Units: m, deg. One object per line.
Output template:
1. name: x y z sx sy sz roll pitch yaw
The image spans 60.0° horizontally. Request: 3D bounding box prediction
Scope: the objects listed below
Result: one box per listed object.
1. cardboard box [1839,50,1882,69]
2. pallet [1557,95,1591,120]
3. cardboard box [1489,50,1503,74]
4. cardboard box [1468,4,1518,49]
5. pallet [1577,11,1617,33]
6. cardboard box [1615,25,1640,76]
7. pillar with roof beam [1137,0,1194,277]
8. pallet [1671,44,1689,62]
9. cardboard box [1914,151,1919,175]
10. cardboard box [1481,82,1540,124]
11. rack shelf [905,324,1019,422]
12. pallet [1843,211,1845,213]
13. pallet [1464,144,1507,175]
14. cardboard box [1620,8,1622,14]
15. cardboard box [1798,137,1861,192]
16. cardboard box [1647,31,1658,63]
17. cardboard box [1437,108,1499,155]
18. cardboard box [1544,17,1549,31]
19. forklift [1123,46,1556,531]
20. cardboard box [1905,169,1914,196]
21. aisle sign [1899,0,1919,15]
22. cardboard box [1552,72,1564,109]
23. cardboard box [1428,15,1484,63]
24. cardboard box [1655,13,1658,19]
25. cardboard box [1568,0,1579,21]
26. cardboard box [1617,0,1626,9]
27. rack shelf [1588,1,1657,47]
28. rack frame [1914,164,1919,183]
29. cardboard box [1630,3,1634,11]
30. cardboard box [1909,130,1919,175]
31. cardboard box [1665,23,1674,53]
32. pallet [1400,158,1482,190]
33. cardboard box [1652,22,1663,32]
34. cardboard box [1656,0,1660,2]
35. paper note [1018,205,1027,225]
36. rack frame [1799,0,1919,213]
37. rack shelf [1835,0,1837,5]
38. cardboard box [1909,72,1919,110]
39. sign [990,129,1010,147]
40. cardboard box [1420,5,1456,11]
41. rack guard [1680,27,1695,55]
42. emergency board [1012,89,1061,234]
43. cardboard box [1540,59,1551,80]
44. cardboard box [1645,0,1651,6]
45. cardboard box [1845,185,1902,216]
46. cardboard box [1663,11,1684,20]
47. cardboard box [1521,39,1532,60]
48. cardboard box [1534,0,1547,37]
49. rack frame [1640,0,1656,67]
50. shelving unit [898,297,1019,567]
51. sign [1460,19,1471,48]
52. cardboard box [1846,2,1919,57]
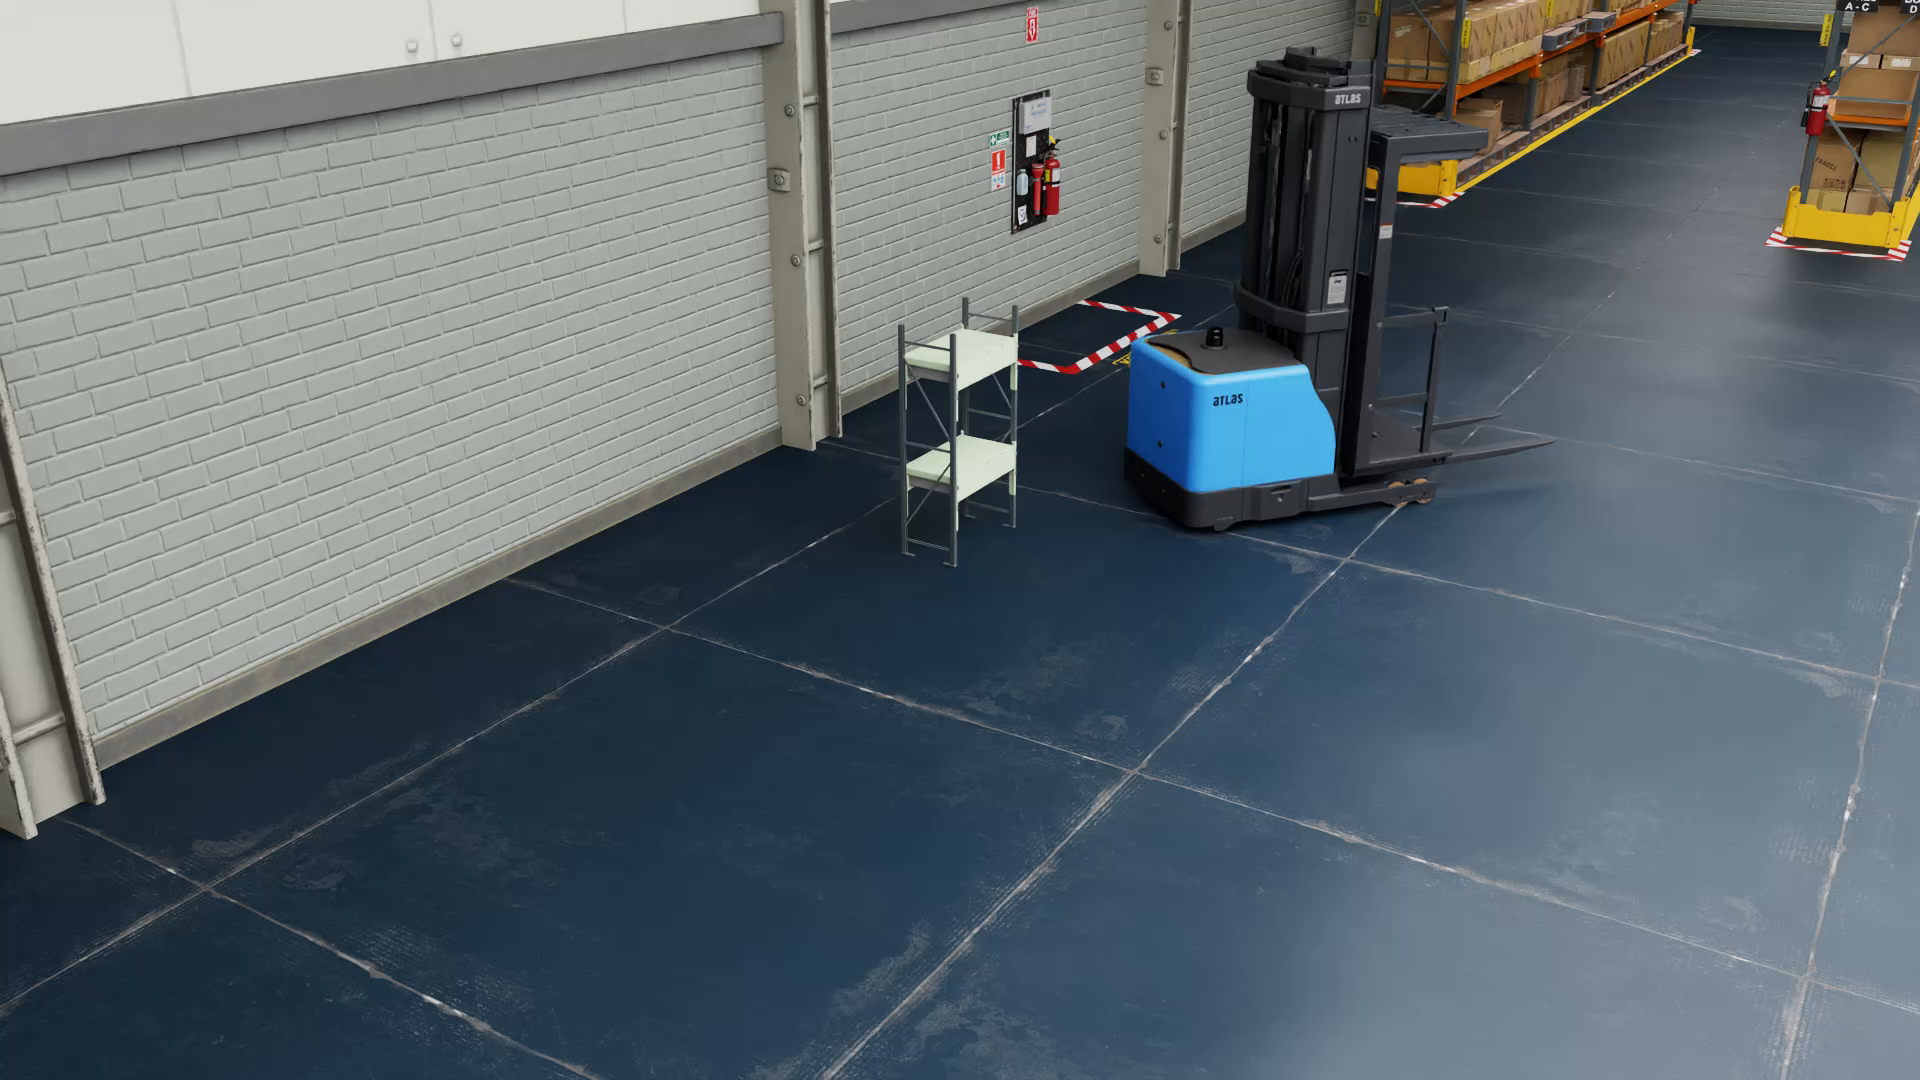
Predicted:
1. cardboard box: 9.826 -5.240 18.136 0.380 0.149 0.250 13 27 28
2. pallet: 9.382 -6.921 26.472 1.003 0.211 1.213 14 27 29
3. cardboard box: 6.638 -6.152 21.348 0.500 0.250 0.500 13 27 28
4. cardboard box: 6.892 -6.661 21.581 0.500 0.500 0.500 15 27 31
5. pallet: 9.510 -8.113 25.957 1.213 0.211 1.003 14 27 29
6. cardboard box: 11.207 -8.473 28.725 0.750 0.750 0.750 15 27 31
7. pillar with roof beam: 5.702 -6.008 13.300 9.100 9.000 0.400 14 27 29
8. pallet: 13.660 -9.598 32.656 1.003 0.211 1.213 14 27 29
9. cardboard box: 11.837 -4.806 21.008 0.500 0.250 0.500 14 27 29
10. cardboard box: 8.060 -6.421 24.399 0.700 0.500 0.500 15 28 31
11. rack shelf: -0.003 -1.044 10.292 0.431 0.370 0.720 14 27 29
12. pallet: 10.154 -3.715 19.065 1.003 0.211 1.213 14 27 29
13. pallet: 6.719 -5.187 22.466 1.003 0.211 1.213 14 27 29
14. cardboard box: 10.821 -8.861 27.734 0.380 0.149 0.250 14 27 30
15. cardboard box: 9.816 -4.246 18.770 0.500 0.500 0.500 14 27 29
16. cardboard box: 12.387 -9.091 30.592 0.700 0.500 0.500 14 27 30
17. cardboard box: 6.747 -5.463 22.187 0.700 0.500 0.500 12 26 26
18. cardboard box: 7.983 -7.527 23.681 0.700 0.500 0.500 14 27 29
19. forklift: 2.707 -1.755 11.114 3.031 2.935 1.130 -9 25 -19
20. cardboard box: 11.051 -4.299 19.836 0.500 0.250 0.500 14 27 29
21. aisle sign: 10.012 -5.834 17.178 0.394 0.787 0.004 14 27 29
22. cardboard box: 8.852 -6.942 25.603 0.700 0.500 0.500 14 27 29
23. cardboard box: 6.083 -6.147 20.393 0.500 0.500 0.500 14 27 29
24. cardboard box: 13.228 -10.079 32.058 0.380 0.149 0.250 14 27 29
25. cardboard box: 8.918 -8.126 25.066 0.700 0.500 0.500 14 27 29
26. cardboard box: 10.553 -8.941 27.102 0.500 0.500 0.500 15 28 31
27. rack shelf: 10.851 -8.809 28.229 1.077 0.370 4.000 14 27 29
28. rack frame: 11.896 -6.077 21.013 1.000 3.000 0.127 14 27 29
29. cardboard box: 11.260 -9.115 28.321 0.380 0.149 0.250 13 27 28
30. cardboard box: 11.051 -4.642 19.687 0.500 0.500 0.500 14 27 29
31. cardboard box: 13.203 -9.614 31.800 0.700 0.500 0.500 13 27 27
32. pallet: 6.074 -4.777 21.519 1.003 0.211 1.213 14 27 29
33. cardboard box: 12.723 -9.466 30.641 0.380 0.149 0.250 15 28 31
34. cardboard box: 12.206 -10.132 30.001 0.980 0.700 0.700 14 27 30
35. paper note: 0.557 -2.881 14.738 0.016 0.148 0.142 14 27 29
36. rack frame: 9.786 -4.727 17.894 1.000 3.000 0.127 14 27 29
37. rack shelf: 10.841 -6.449 19.001 1.077 0.370 4.000 14 27 29
38. cardboard box: 10.316 -5.106 18.644 0.700 0.500 0.500 15 27 30
39. sign: 0.340 -3.425 14.174 0.001 0.109 0.331 14 27 29
40. cardboard box: 6.187 -6.596 21.429 0.500 0.500 0.500 13 27 28
41. rack guard: 14.028 -10.025 33.279 1.175 0.500 0.348 14 27 29
42. emergency board: 0.709 -3.331 14.668 0.194 1.169 0.643 14 27 29
43. cardboard box: 8.560 -7.091 25.003 0.500 0.250 0.500 13 27 27
44. cardboard box: 11.855 -9.445 29.082 0.380 0.149 0.250 14 27 30
45. cardboard box: 10.258 -3.793 18.668 0.500 0.250 0.500 14 27 29
46. cardboard box: 13.818 -10.169 32.265 0.380 0.149 0.250 14 27 28
47. cardboard box: 7.423 -6.665 22.533 0.500 0.250 0.500 14 27 29
48. cardboard box: 7.699 -7.174 22.767 0.500 0.500 0.500 14 27 29
49. rack frame: 11.906 -9.814 29.645 1.000 3.000 0.127 14 27 29
50. shelving unit: -0.004 -0.686 10.447 0.431 1.500 0.755 14 27 29
51. sign: 6.037 -6.048 19.855 0.100 0.325 0.005 14 27 29
52. cardboard box: 10.071 -5.541 18.016 0.700 0.500 0.500 14 27 29
